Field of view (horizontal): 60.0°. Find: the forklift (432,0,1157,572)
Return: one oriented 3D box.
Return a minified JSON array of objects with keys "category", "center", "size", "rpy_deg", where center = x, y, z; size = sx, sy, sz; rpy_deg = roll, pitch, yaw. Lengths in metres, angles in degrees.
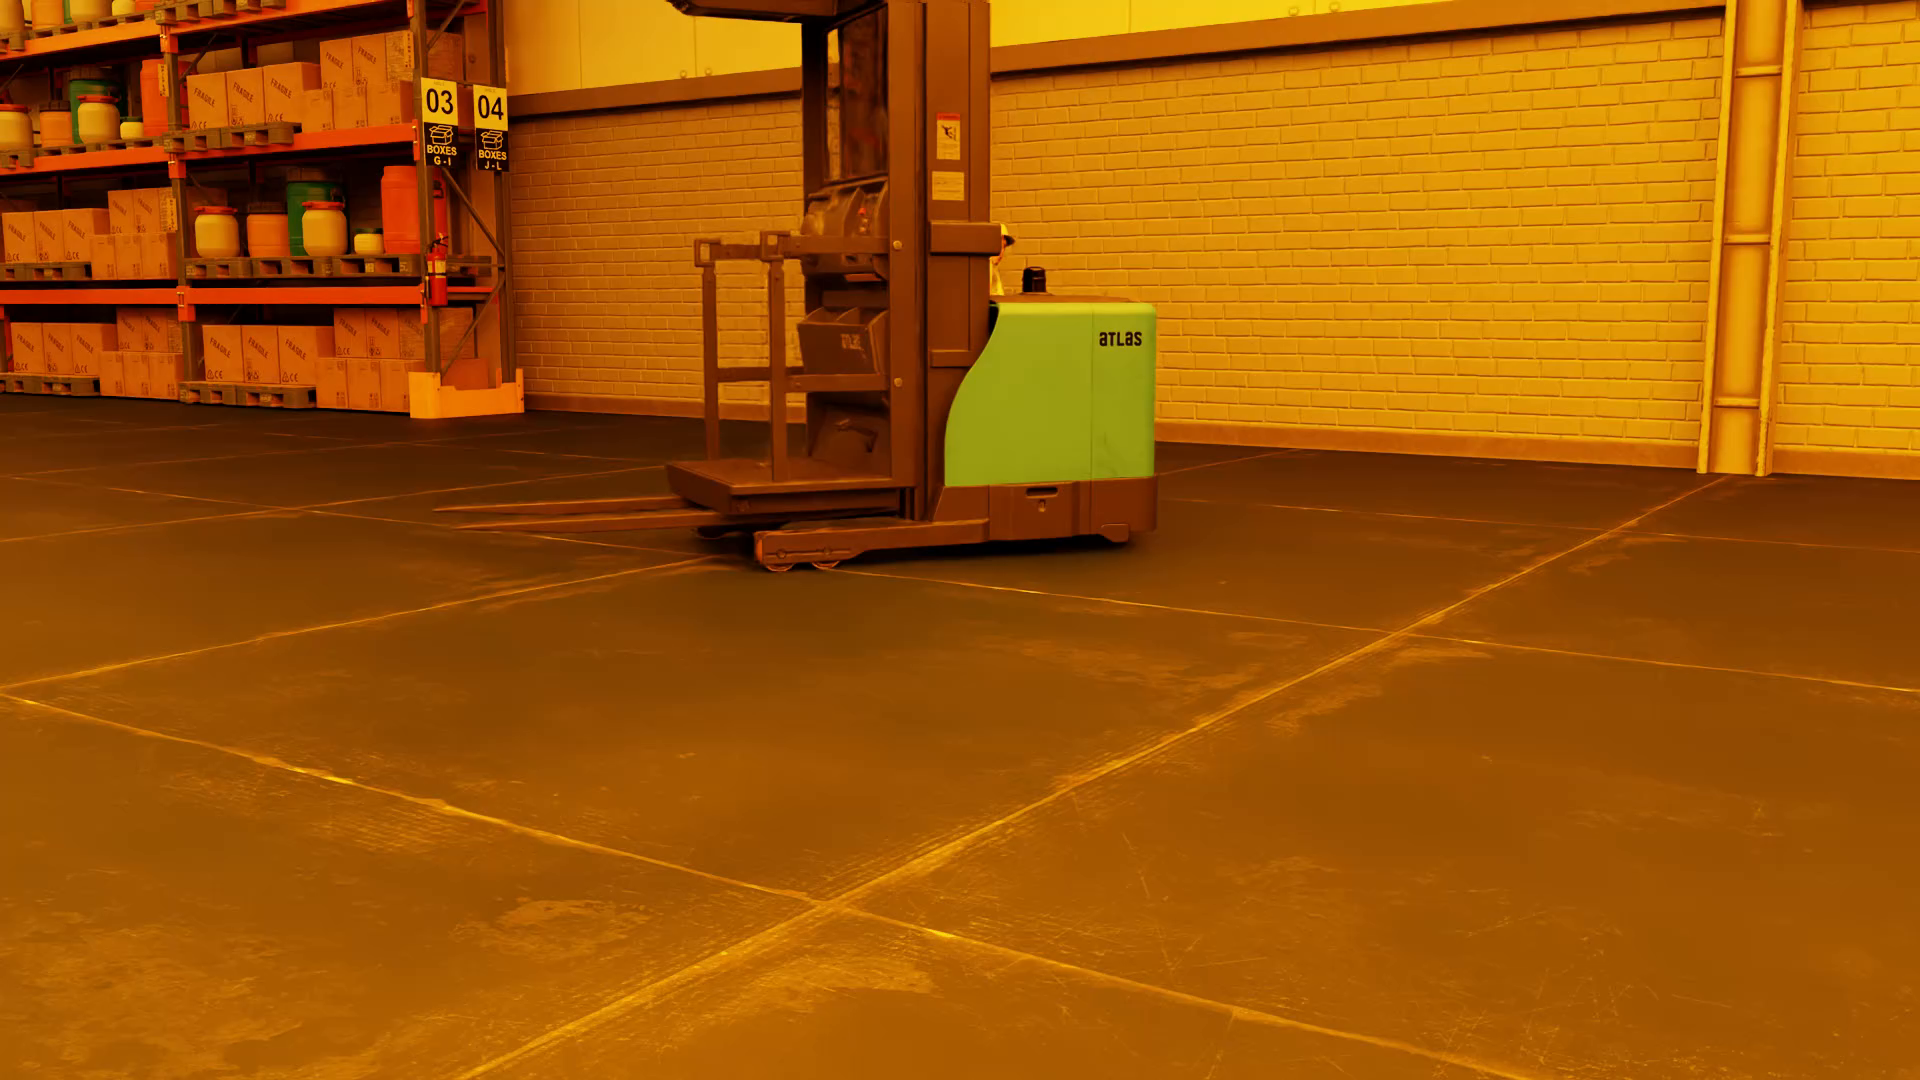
[{"category":"forklift","center":[-0.684,-1.405,7.072],"size":[3.031,2.935,1.130],"rpy_deg":[-4,9,-24]}]

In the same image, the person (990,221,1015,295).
[{"category":"person","center":[0.260,-1.166,10.252],"size":[0.810,1.586,0.779],"rpy_deg":[-6,10,-34]}]
